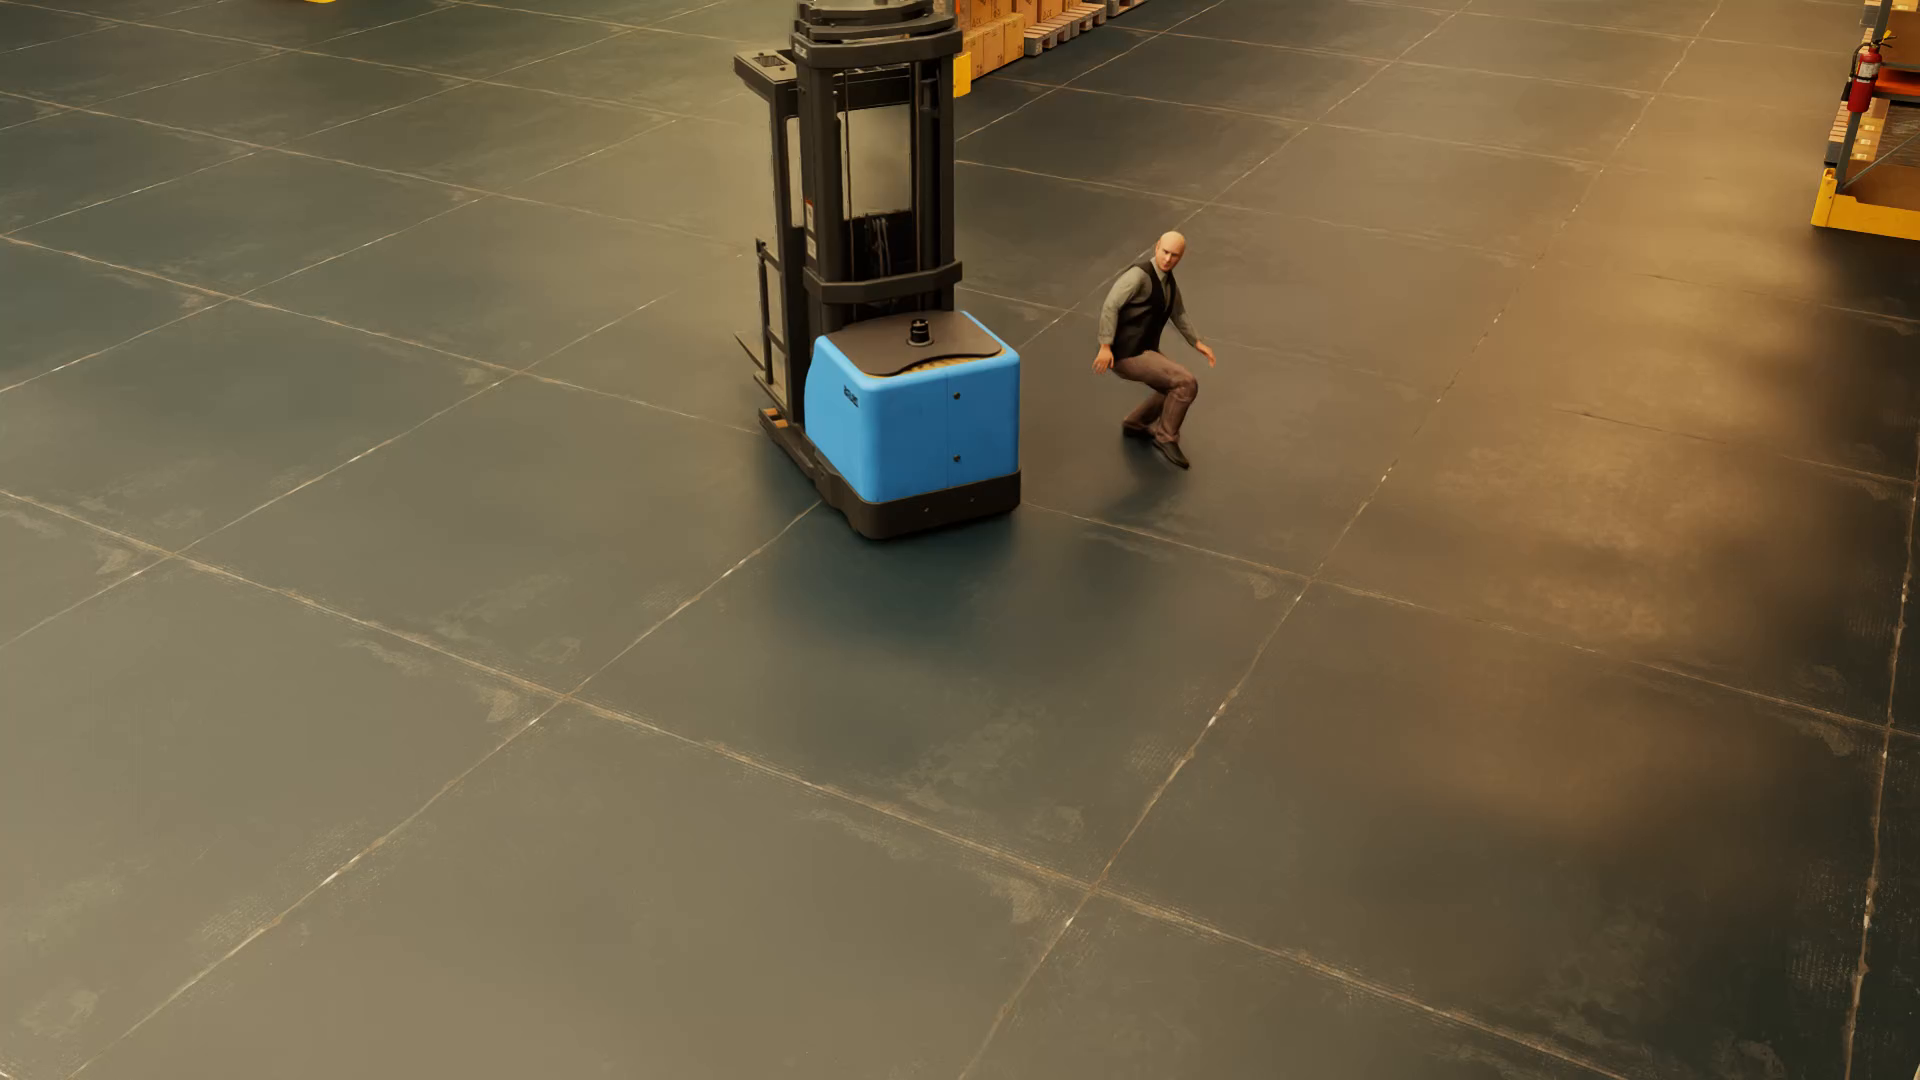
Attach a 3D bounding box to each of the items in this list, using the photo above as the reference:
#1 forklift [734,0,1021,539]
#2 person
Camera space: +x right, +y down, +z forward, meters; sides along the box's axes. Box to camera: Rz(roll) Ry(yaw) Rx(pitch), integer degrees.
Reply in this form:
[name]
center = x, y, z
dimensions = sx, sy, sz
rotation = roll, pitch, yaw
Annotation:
[forklift]
center = -0.710, -1.991, 10.521
dimensions = 1.130, 2.935, 3.031
rotation = -13, 33, -22
[person]
center = 1.263, -1.212, 10.640
dimensions = 0.704, 1.507, 0.759
rotation = 10, 32, 17
